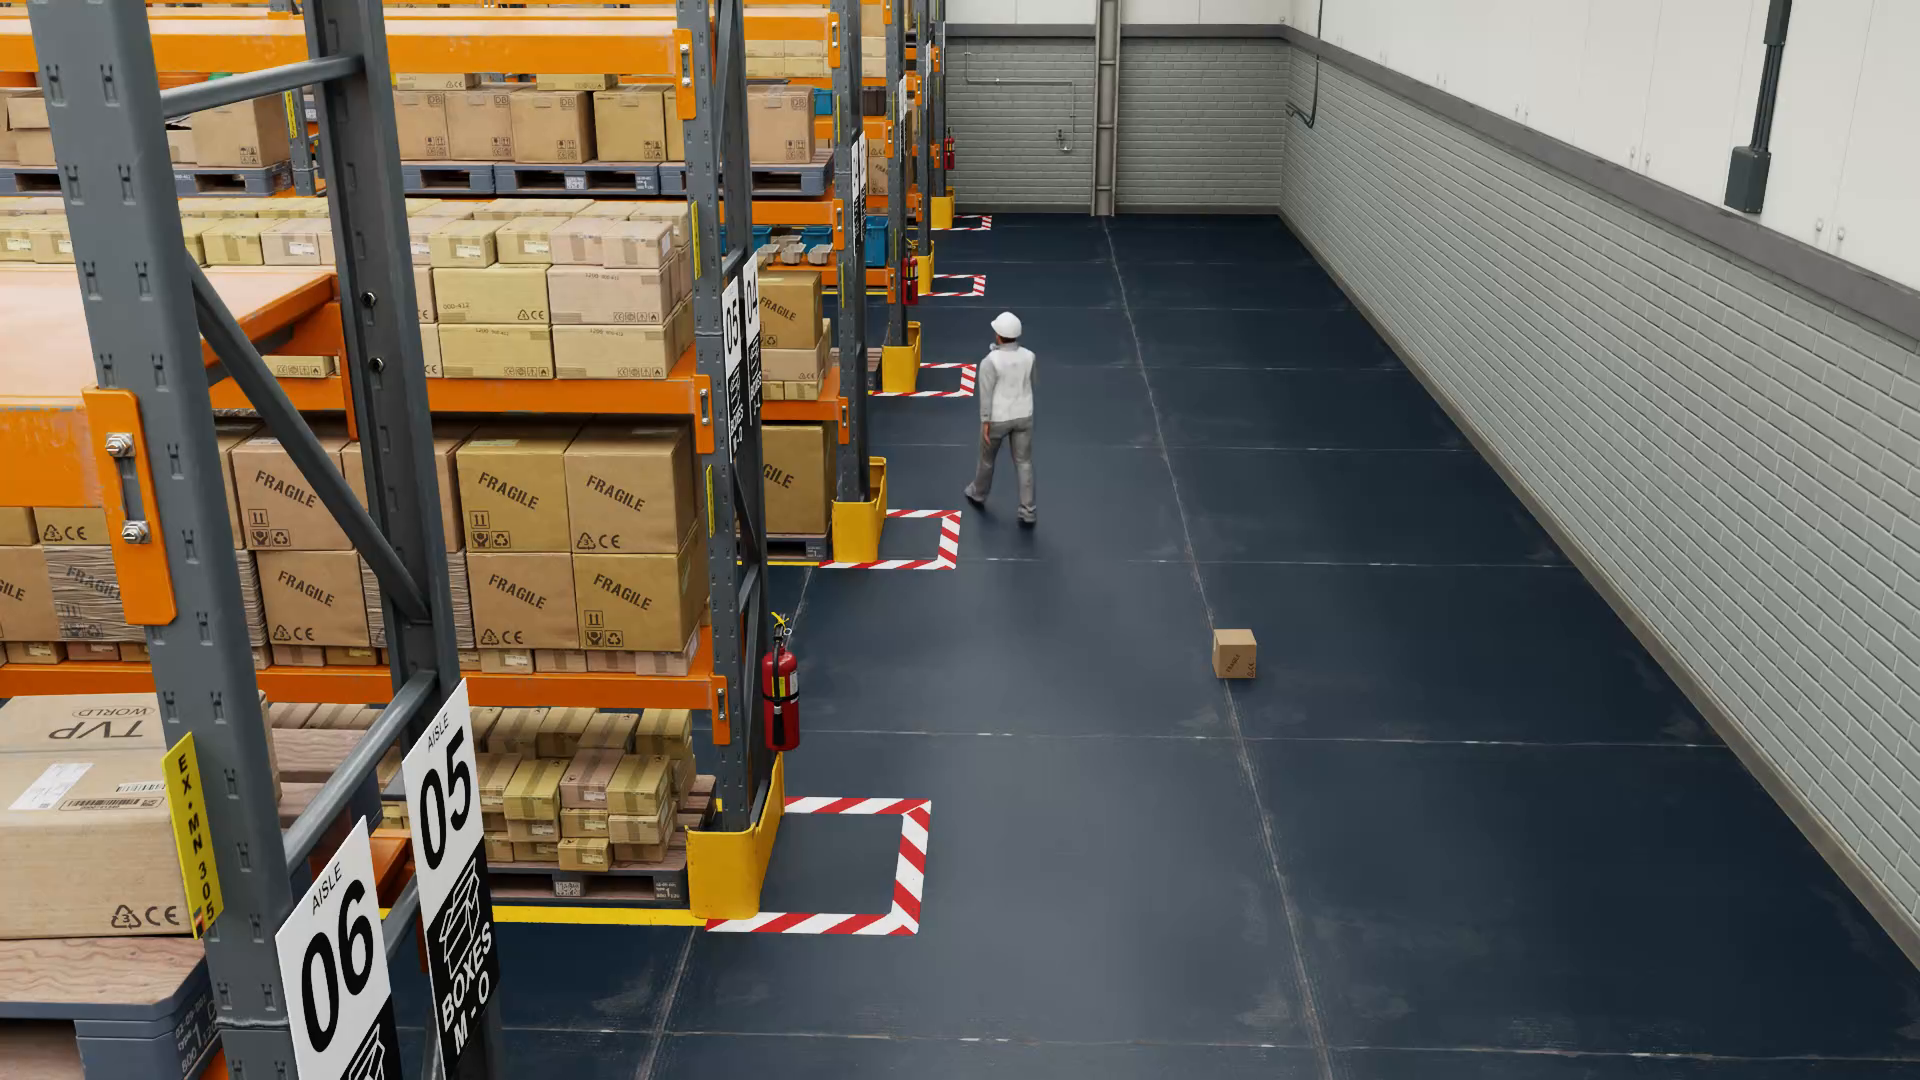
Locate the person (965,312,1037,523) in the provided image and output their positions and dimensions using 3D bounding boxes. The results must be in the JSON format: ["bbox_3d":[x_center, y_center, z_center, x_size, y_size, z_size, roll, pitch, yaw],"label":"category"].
[{"bbox_3d":[0.362,-1.078,13.866,0.560,1.715,0.997,-7,22,-18],"label":"person"}]
